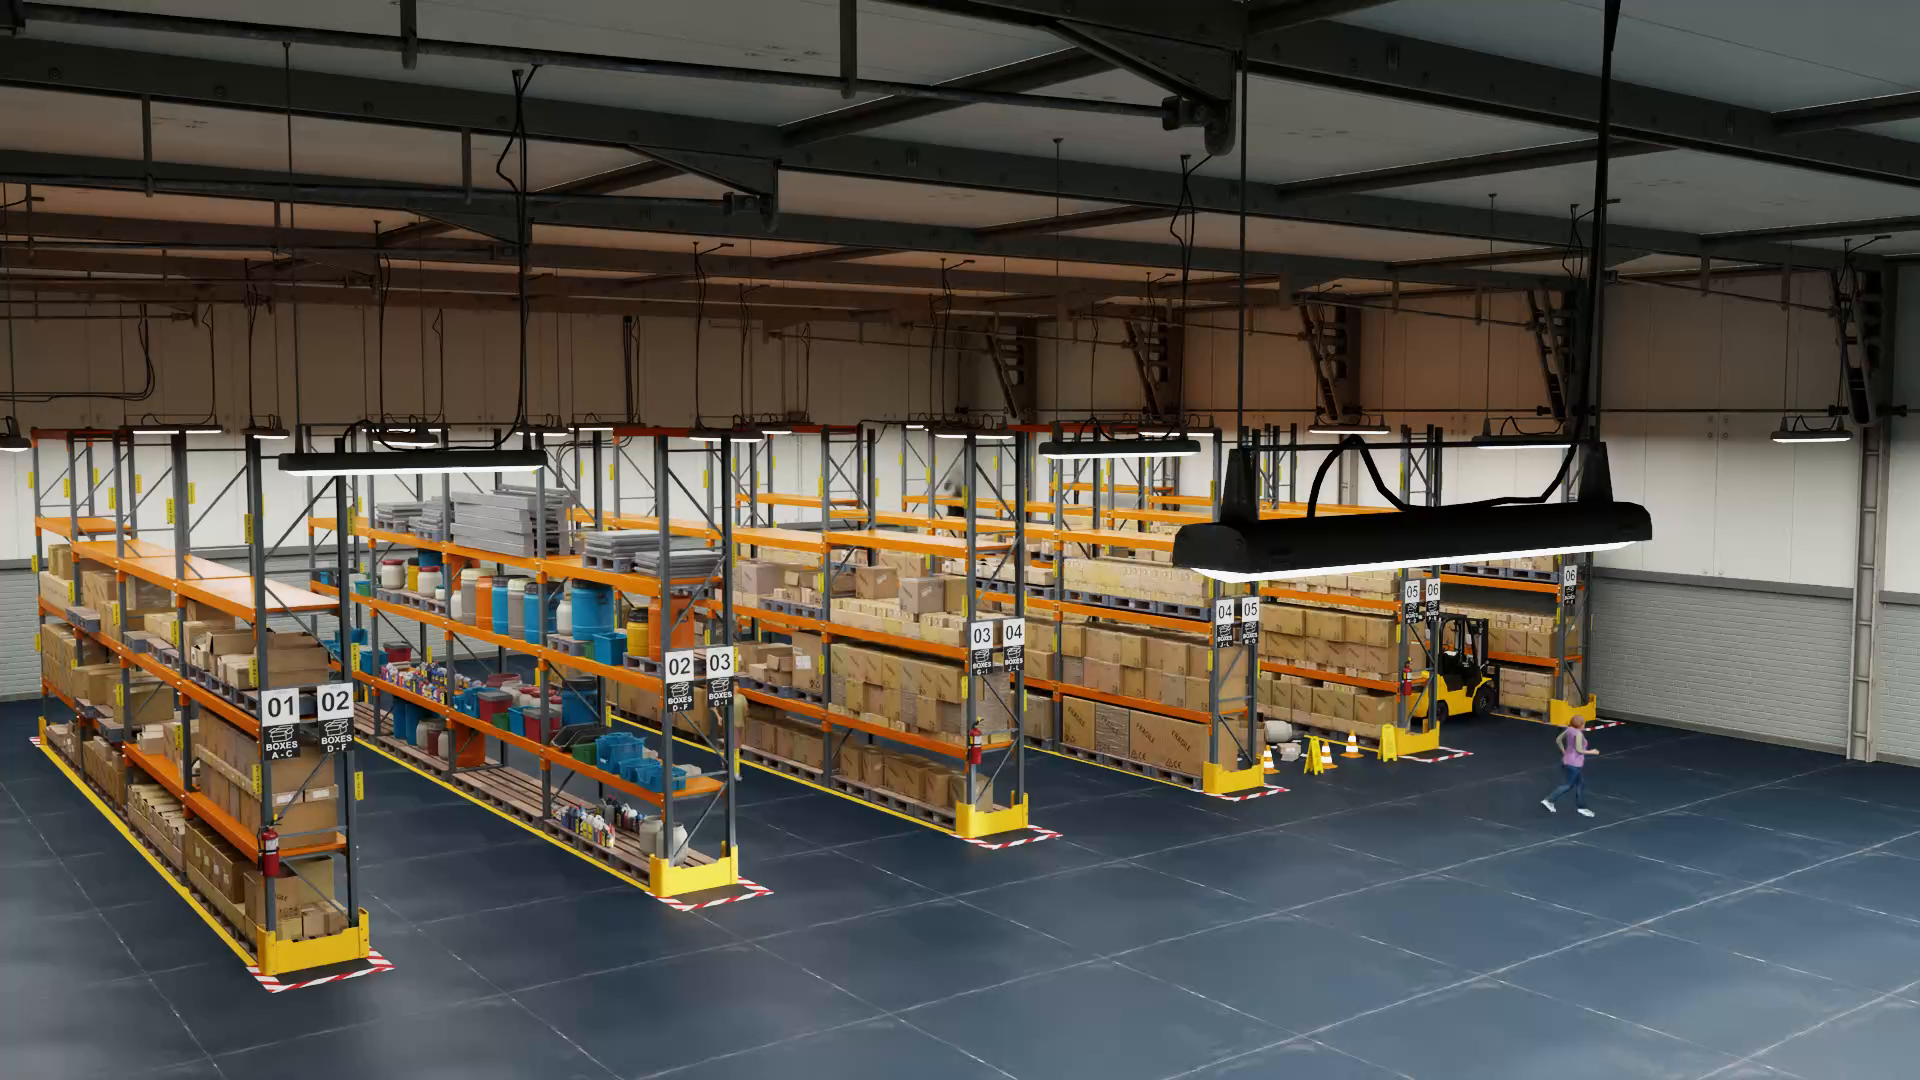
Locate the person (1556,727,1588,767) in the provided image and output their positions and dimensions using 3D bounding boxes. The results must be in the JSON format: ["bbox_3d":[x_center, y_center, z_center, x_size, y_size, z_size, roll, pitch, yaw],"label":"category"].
[{"bbox_3d":[9.516,3.212,25.806,0.391,0.581,0.516,0,4,1],"label":"person"}]

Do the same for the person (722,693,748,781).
[{"bbox_3d":[-3.910,3.368,28.683,0.517,1.474,0.756,-4,6,-43],"label":"person"}]
